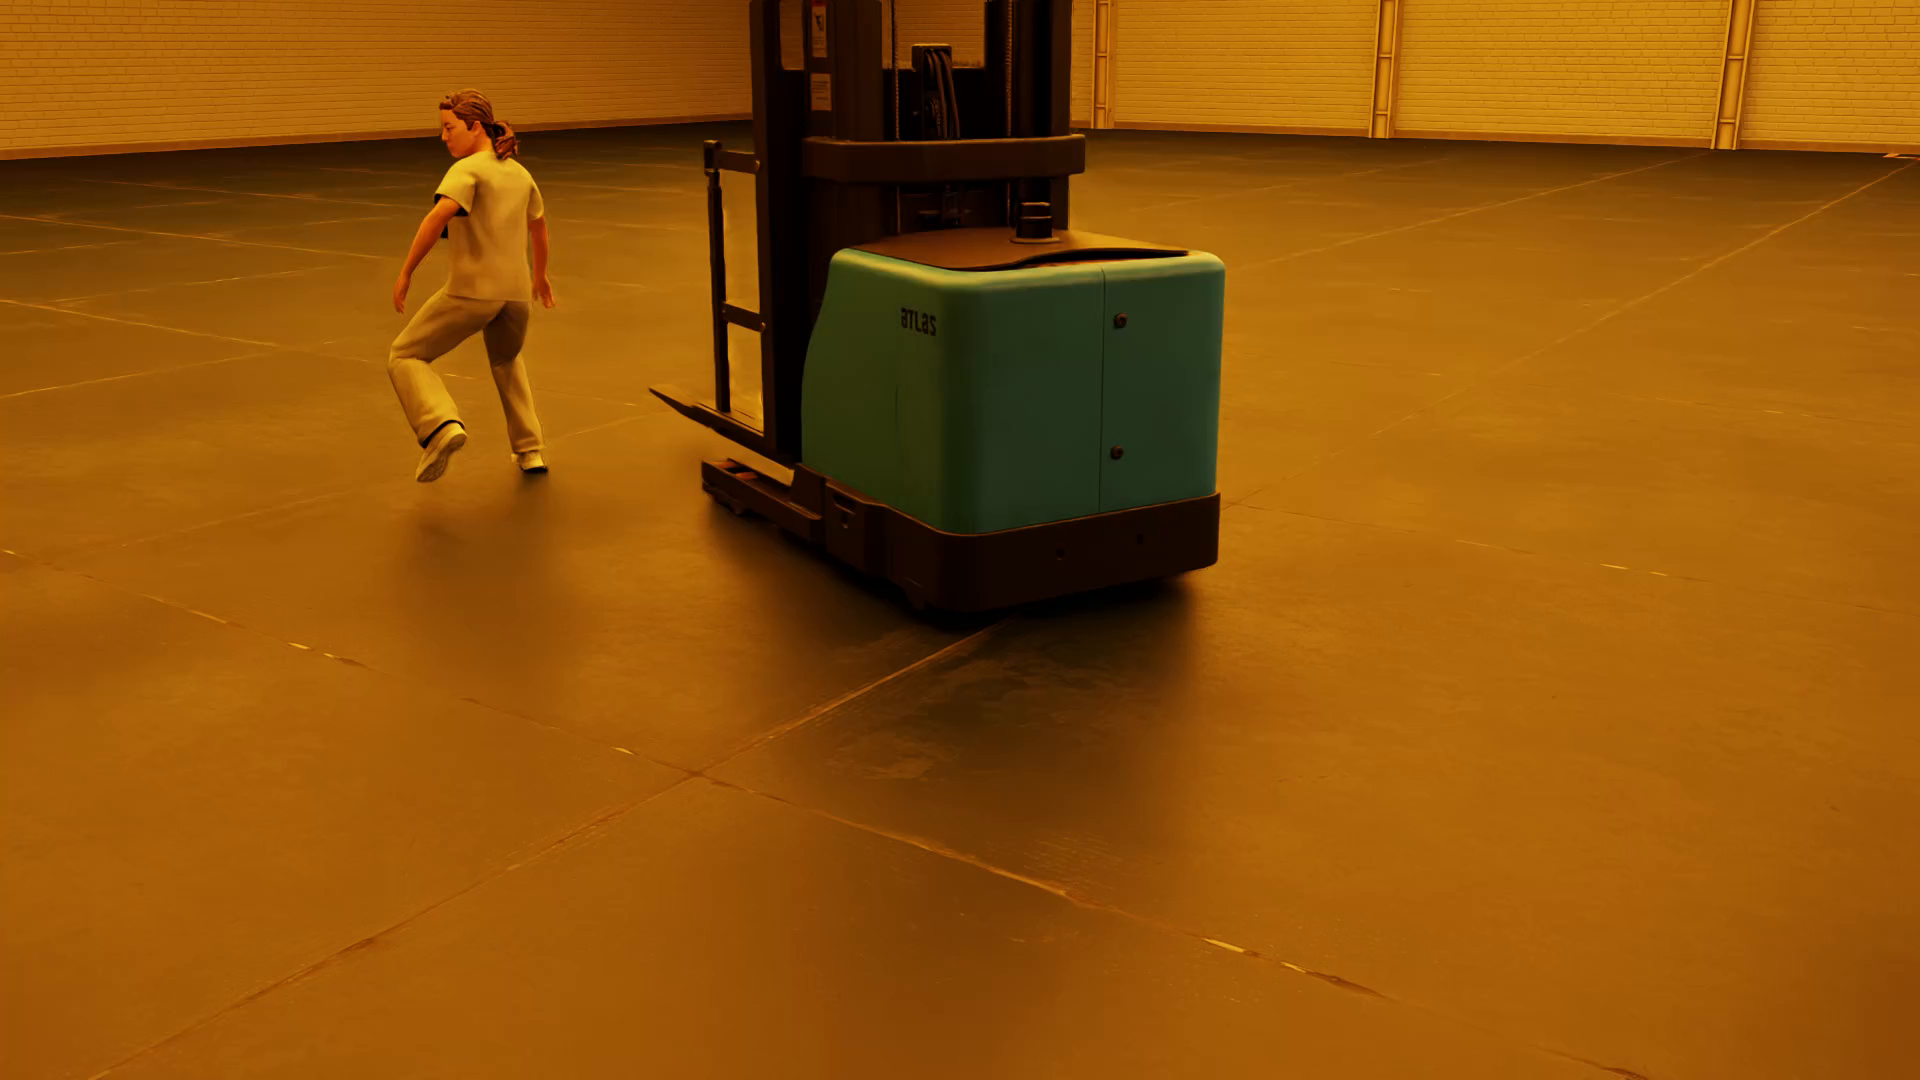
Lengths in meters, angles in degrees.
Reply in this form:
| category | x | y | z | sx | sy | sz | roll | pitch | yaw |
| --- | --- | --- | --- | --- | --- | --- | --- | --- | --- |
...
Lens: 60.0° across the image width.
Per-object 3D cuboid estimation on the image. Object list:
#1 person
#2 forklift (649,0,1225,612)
| category | x | y | z | sx | sy | sz | roll | pitch | yaw |
| --- | --- | --- | --- | --- | --- | --- | --- | --- | --- |
| person | -1.908 | -0.992 | 6.618 | 0.500 | 1.558 | 0.888 | 12 | 21 | 36 |
| forklift | -0.339 | -1.556 | 6.037 | 1.130 | 2.935 | 3.031 | -10 | 19 | -29 |
